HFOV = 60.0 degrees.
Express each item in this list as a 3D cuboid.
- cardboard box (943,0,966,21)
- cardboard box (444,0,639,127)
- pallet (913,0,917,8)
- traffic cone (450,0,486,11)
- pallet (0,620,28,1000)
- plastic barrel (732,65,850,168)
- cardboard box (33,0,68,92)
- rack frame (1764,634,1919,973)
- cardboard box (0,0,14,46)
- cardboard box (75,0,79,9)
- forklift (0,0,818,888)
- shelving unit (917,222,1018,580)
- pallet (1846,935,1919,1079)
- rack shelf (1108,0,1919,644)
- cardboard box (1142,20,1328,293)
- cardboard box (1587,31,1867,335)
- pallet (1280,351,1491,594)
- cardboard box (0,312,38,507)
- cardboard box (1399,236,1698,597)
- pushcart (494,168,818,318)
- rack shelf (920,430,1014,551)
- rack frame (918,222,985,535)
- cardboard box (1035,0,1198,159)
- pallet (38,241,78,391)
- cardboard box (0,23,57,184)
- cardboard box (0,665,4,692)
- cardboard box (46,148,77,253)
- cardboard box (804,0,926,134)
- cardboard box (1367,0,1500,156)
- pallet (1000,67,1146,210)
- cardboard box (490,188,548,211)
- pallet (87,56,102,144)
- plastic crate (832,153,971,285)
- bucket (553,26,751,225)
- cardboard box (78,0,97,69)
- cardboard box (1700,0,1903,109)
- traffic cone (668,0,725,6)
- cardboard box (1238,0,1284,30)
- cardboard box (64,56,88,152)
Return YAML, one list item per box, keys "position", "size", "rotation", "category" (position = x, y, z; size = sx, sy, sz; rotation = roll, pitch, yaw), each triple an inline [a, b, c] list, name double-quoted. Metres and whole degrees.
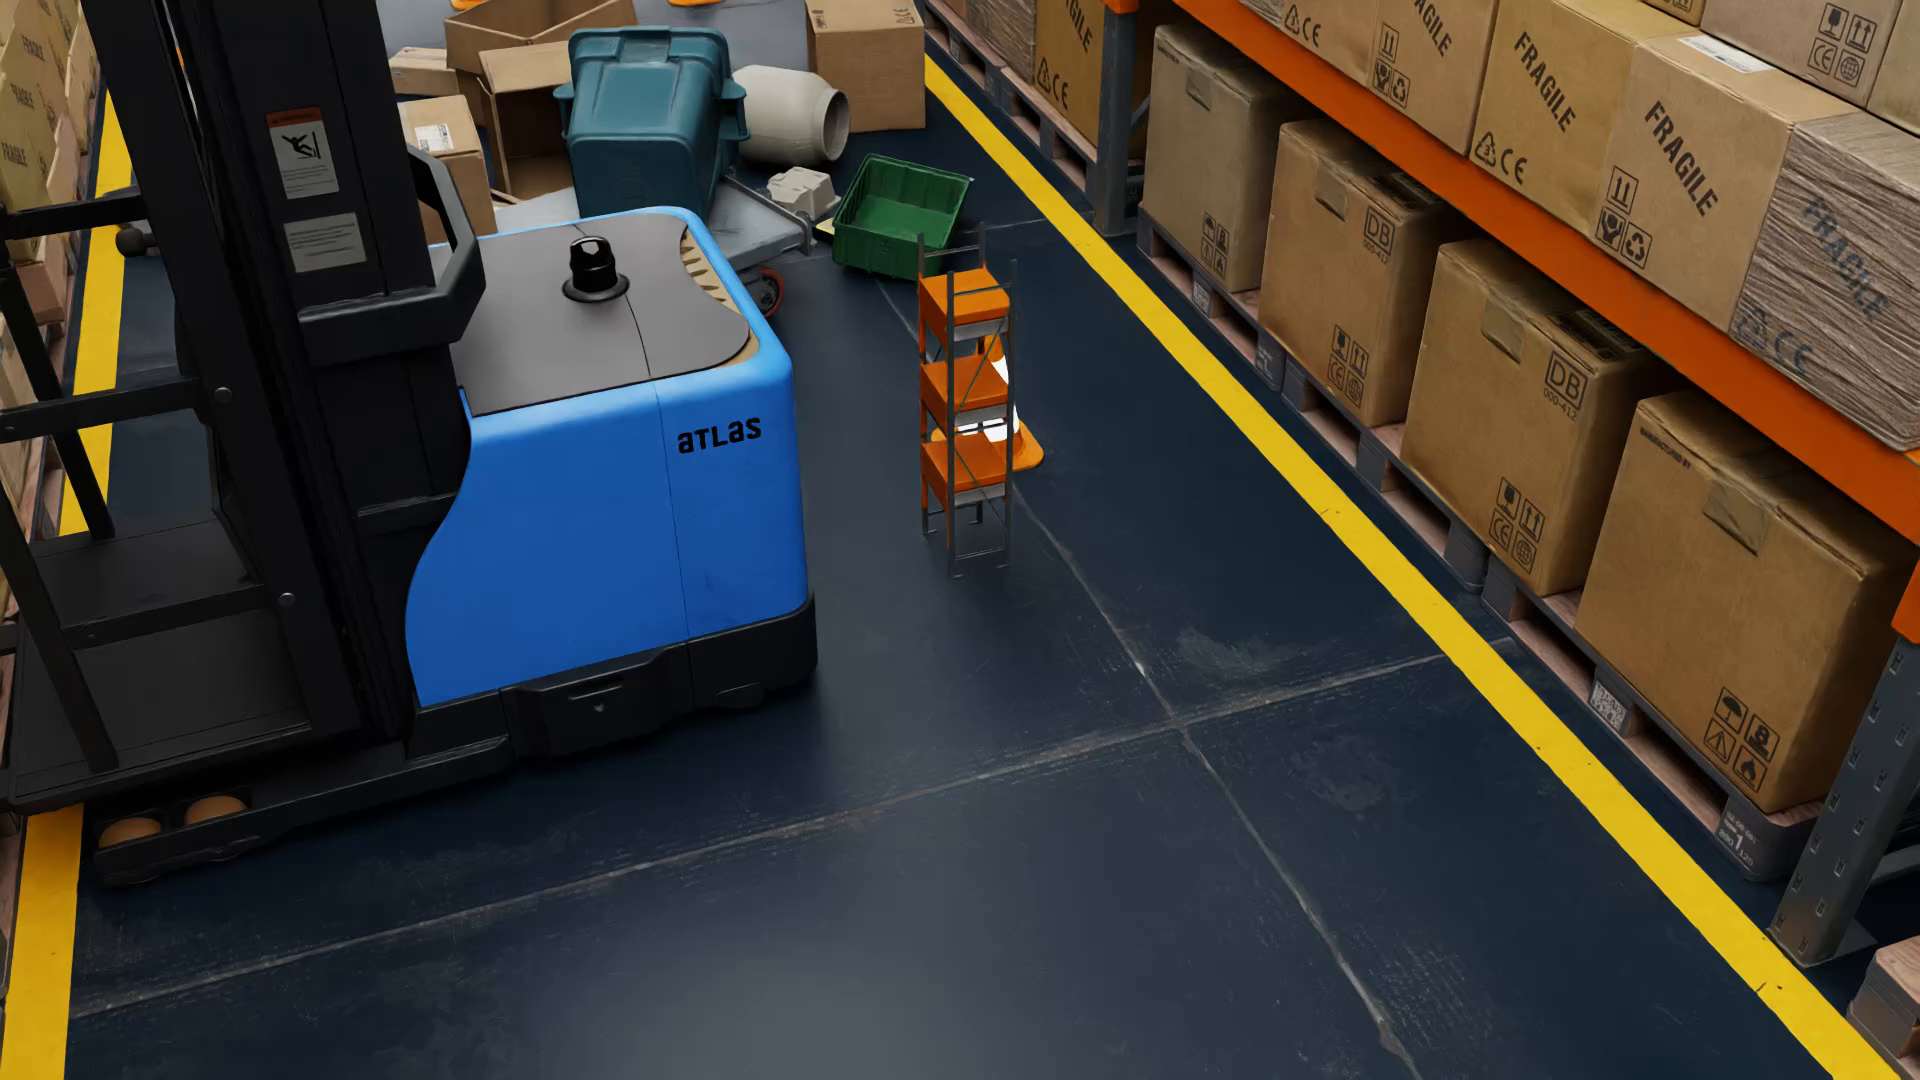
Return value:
- position: [0.272, -3.294, 8.548]
  size: [0.875, 0.875, 0.875]
  rotation: [-13, 39, -17]
  category: "cardboard box"
- position: [-1.960, -2.294, 7.878]
  size: [0.637, 0.503, 0.797]
  rotation: [19, 41, 23]
  category: "cardboard box"
- position: [0.020, -3.292, 9.445]
  size: [1.003, 0.211, 1.213]
  rotation: [-12, 39, -16]
  category: "pallet"
- position: [-2.657, -3.192, 9.103]
  size: [0.336, 0.463, 0.334]
  rotation: [-12, 39, -16]
  category: "traffic cone"
- position: [-2.872, 0.744, 4.087]
  size: [1.003, 0.211, 1.213]
  rotation: [-12, 39, -16]
  category: "pallet"
- position: [-0.783, -1.876, 7.389]
  size: [0.512, 0.421, 0.421]
  rotation: [12, 39, 16]
  category: "plastic barrel"
- position: [-4.071, -2.149, 6.923]
  size: [0.500, 0.500, 0.500]
  rotation: [-13, 39, -17]
  category: "cardboard box"
- position: [2.424, -0.322, 3.185]
  size: [1.000, 3.000, 0.127]
  rotation: [-12, 39, -16]
  category: "rack frame"
- position: [-3.680, -1.890, 6.040]
  size: [0.380, 0.149, 0.250]
  rotation: [-11, 38, -14]
  category: "cardboard box"
- position: [-4.421, -2.730, 7.694]
  size: [0.500, 0.500, 0.500]
  rotation: [-12, 39, -16]
  category: "cardboard box"
- position: [-1.967, -0.681, 3.718]
  size: [3.031, 2.935, 1.130]
  rotation: [-14, 39, -18]
  category: "forklift"
- position: [0.018, -0.389, 4.894]
  size: [0.215, 1.050, 0.252]
  rotation: [-12, 39, -16]
  category: "shelving unit"
- position: [2.692, 1.233, 3.437]
  size: [1.003, 0.211, 1.213]
  rotation: [-12, 39, -16]
  category: "pallet"
- position: [1.736, -1.165, 4.901]
  size: [1.077, 0.370, 4.000]
  rotation: [-12, 39, -16]
  category: "rack shelf"
- position: [1.346, -1.519, 6.294]
  size: [1.050, 0.750, 0.750]
  rotation: [-13, 39, -16]
  category: "cardboard box"
- position: [1.847, -0.843, 3.793]
  size: [0.500, 0.500, 0.500]
  rotation: [-12, 39, -16]
  category: "cardboard box"
- position: [1.808, -0.357, 5.549]
  size: [1.003, 0.211, 1.213]
  rotation: [-12, 39, -16]
  category: "pallet"
- position: [-3.382, -0.322, 5.020]
  size: [0.950, 0.372, 0.625]
  rotation: [-12, 39, -15]
  category: "cardboard box"
- position: [1.995, -0.447, 4.871]
  size: [1.050, 0.750, 0.750]
  rotation: [-12, 39, -15]
  category: "cardboard box"
- position: [-1.441, -0.953, 6.201]
  size: [1.648, 0.377, 0.936]
  rotation: [-27, 45, -31]
  category: "pushcart"
- position: [0.018, -0.159, 5.068]
  size: [0.215, 0.259, 0.240]
  rotation: [-12, 39, -16]
  category: "rack shelf"
- position: [-0.024, -0.458, 4.985]
  size: [0.200, 1.050, 0.008]
  rotation: [-12, 39, -16]
  category: "rack frame"
- position: [0.897, -2.271, 7.188]
  size: [0.875, 0.875, 0.875]
  rotation: [-12, 39, -15]
  category: "cardboard box"
- position: [-3.829, -0.758, 6.081]
  size: [1.003, 0.211, 1.213]
  rotation: [-12, 39, -16]
  category: "pallet"
- position: [-3.710, -1.558, 6.138]
  size: [0.500, 0.500, 0.500]
  rotation: [-11, 38, -14]
  category: "cardboard box"
- position: [-2.891, 0.476, 3.960]
  size: [0.950, 0.372, 0.625]
  rotation: [-11, 38, -14]
  category: "cardboard box"
- position: [-3.709, -1.258, 6.363]
  size: [0.500, 0.250, 0.500]
  rotation: [-10, 38, -13]
  category: "cardboard box"
- position: [-0.450, -2.249, 7.818]
  size: [0.500, 0.500, 0.500]
  rotation: [-6, 37, -8]
  category: "cardboard box"
- position: [1.495, -1.414, 4.551]
  size: [0.500, 0.500, 0.500]
  rotation: [-12, 39, -15]
  category: "cardboard box"
- position: [0.860, -1.914, 7.615]
  size: [1.003, 0.211, 1.213]
  rotation: [-12, 39, -16]
  category: "pallet"
- position: [-1.830, -1.312, 6.772]
  size: [0.396, 0.266, 0.258]
  rotation: [19, 41, 23]
  category: "cardboard box"
- position: [-4.669, -2.137, 7.911]
  size: [1.003, 0.211, 1.213]
  rotation: [-12, 39, -16]
  category: "pallet"
- position: [-0.242, -1.309, 6.783]
  size: [0.450, 0.188, 0.662]
  rotation: [14, 38, 2]
  category: "plastic crate"
- position: [-1.164, -1.481, 6.180]
  size: [0.726, 0.611, 0.620]
  rotation: [0, 47, 0]
  category: "bucket"
- position: [-4.402, -2.414, 7.899]
  size: [0.500, 0.250, 0.500]
  rotation: [-13, 39, -16]
  category: "cardboard box"
- position: [2.104, -1.303, 3.572]
  size: [0.700, 0.500, 0.500]
  rotation: [-13, 39, -17]
  category: "cardboard box"
- position: [-1.479, -3.234, 9.159]
  size: [0.336, 0.463, 0.334]
  rotation: [-12, 39, -16]
  category: "traffic cone"
- position: [1.151, -1.984, 5.308]
  size: [0.500, 0.500, 0.500]
  rotation: [-12, 39, -16]
  category: "cardboard box"
- position: [-4.055, -1.839, 7.135]
  size: [0.500, 0.250, 0.500]
  rotation: [-14, 39, -18]
  category: "cardboard box"
